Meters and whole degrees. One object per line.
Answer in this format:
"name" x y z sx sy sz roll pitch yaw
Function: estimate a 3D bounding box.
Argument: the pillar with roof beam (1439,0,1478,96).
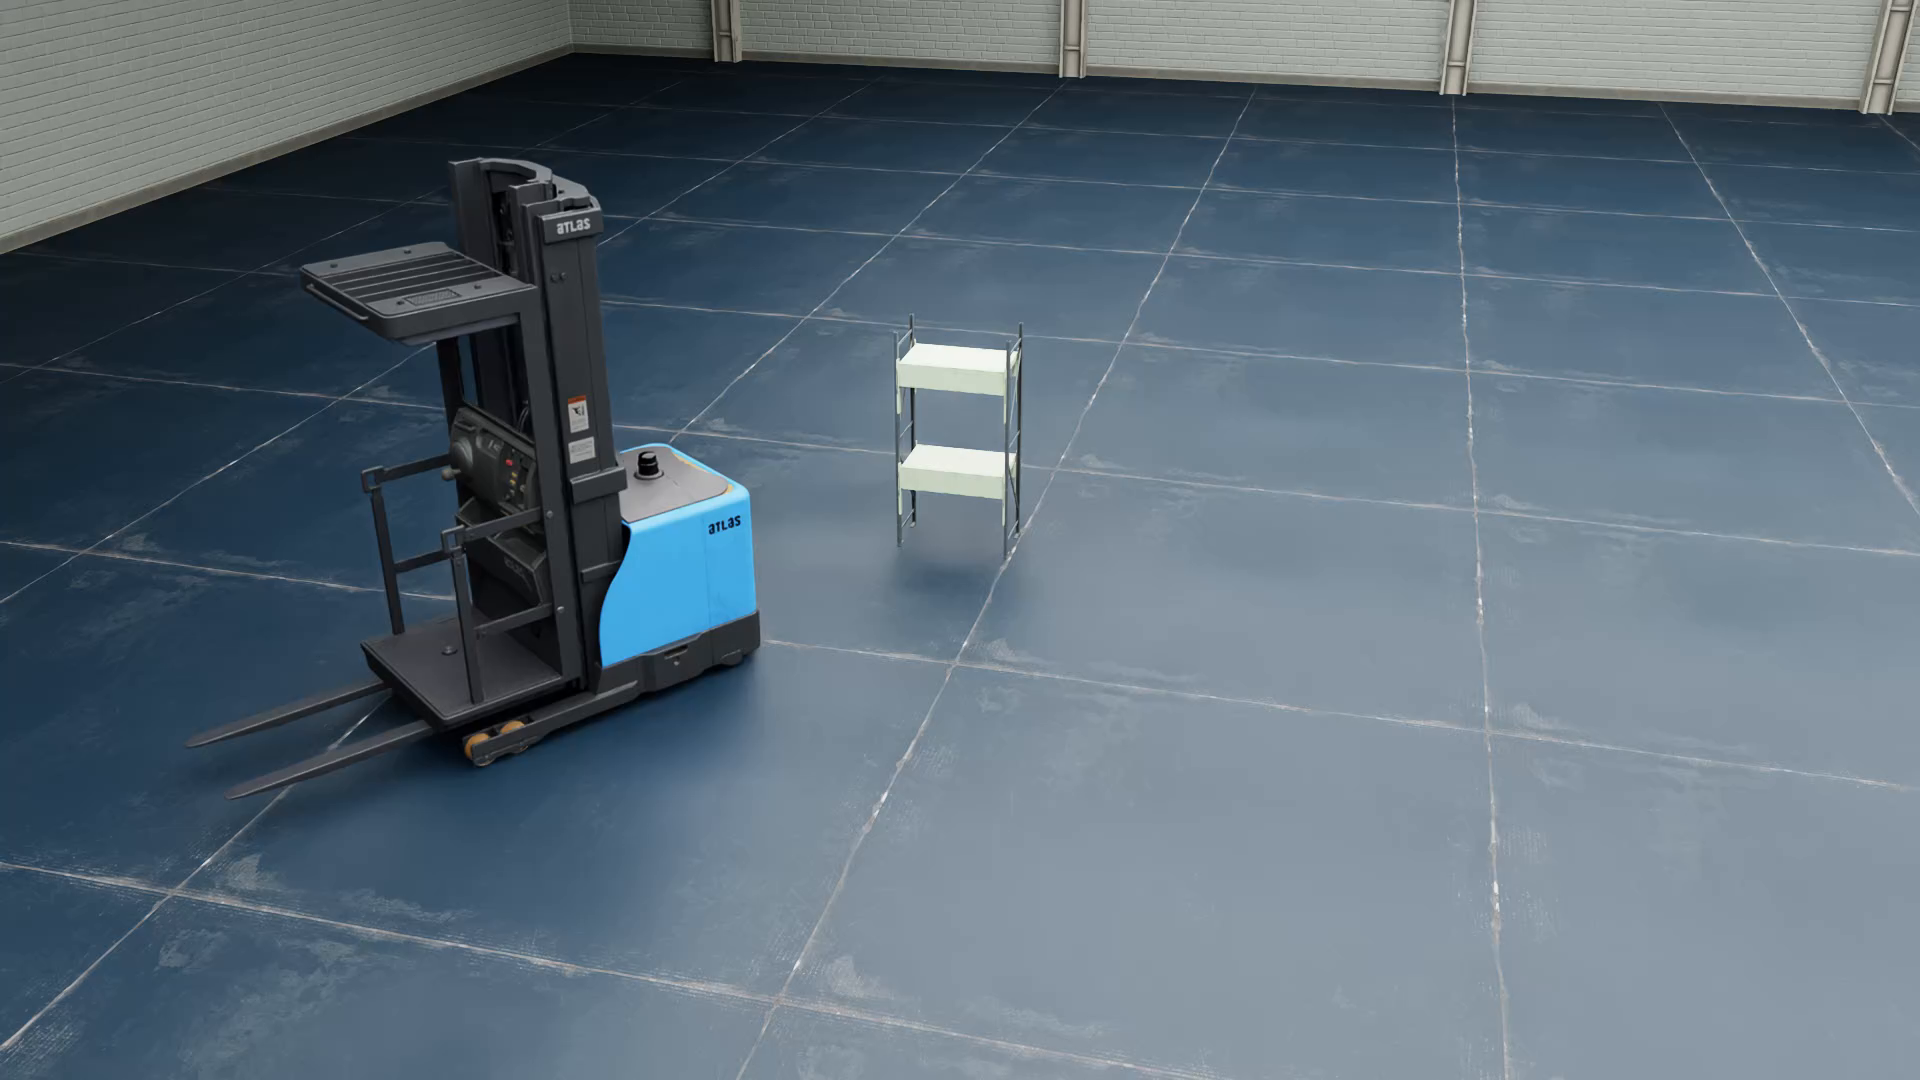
"pillar with roof beam" 6.579 -9.210 20.128 0.400 9.000 9.100 6 26 13

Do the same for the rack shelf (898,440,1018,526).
"rack shelf" -0.006 -0.384 11.069 0.720 0.370 0.431 6 26 13

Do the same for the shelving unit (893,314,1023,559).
"shelving unit" -0.006 -0.678 10.929 0.755 1.500 0.431 6 26 13

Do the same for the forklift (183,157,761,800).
"forklift" -2.623 -0.390 8.659 3.031 2.935 1.130 -20 32 -36

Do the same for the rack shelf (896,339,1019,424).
"rack shelf" -0.006 -1.030 10.761 0.720 0.370 0.431 6 26 13

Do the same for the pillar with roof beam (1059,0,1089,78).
"pillar with roof beam" 0.768 -9.853 21.477 0.400 9.000 9.100 6 26 13

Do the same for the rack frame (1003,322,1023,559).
"rack frame" 0.348 -0.639 10.847 0.023 1.500 0.400 6 26 13

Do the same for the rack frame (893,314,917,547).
"rack frame" -0.361 -0.717 11.011 0.023 1.500 0.400 6 26 13

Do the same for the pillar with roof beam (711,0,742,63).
"pillar with roof beam" -5.043 -10.495 22.826 0.400 9.000 9.100 6 26 13

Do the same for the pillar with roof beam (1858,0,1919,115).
"pillar with roof beam" 12.390 -8.568 18.778 0.400 9.000 9.100 6 26 13
